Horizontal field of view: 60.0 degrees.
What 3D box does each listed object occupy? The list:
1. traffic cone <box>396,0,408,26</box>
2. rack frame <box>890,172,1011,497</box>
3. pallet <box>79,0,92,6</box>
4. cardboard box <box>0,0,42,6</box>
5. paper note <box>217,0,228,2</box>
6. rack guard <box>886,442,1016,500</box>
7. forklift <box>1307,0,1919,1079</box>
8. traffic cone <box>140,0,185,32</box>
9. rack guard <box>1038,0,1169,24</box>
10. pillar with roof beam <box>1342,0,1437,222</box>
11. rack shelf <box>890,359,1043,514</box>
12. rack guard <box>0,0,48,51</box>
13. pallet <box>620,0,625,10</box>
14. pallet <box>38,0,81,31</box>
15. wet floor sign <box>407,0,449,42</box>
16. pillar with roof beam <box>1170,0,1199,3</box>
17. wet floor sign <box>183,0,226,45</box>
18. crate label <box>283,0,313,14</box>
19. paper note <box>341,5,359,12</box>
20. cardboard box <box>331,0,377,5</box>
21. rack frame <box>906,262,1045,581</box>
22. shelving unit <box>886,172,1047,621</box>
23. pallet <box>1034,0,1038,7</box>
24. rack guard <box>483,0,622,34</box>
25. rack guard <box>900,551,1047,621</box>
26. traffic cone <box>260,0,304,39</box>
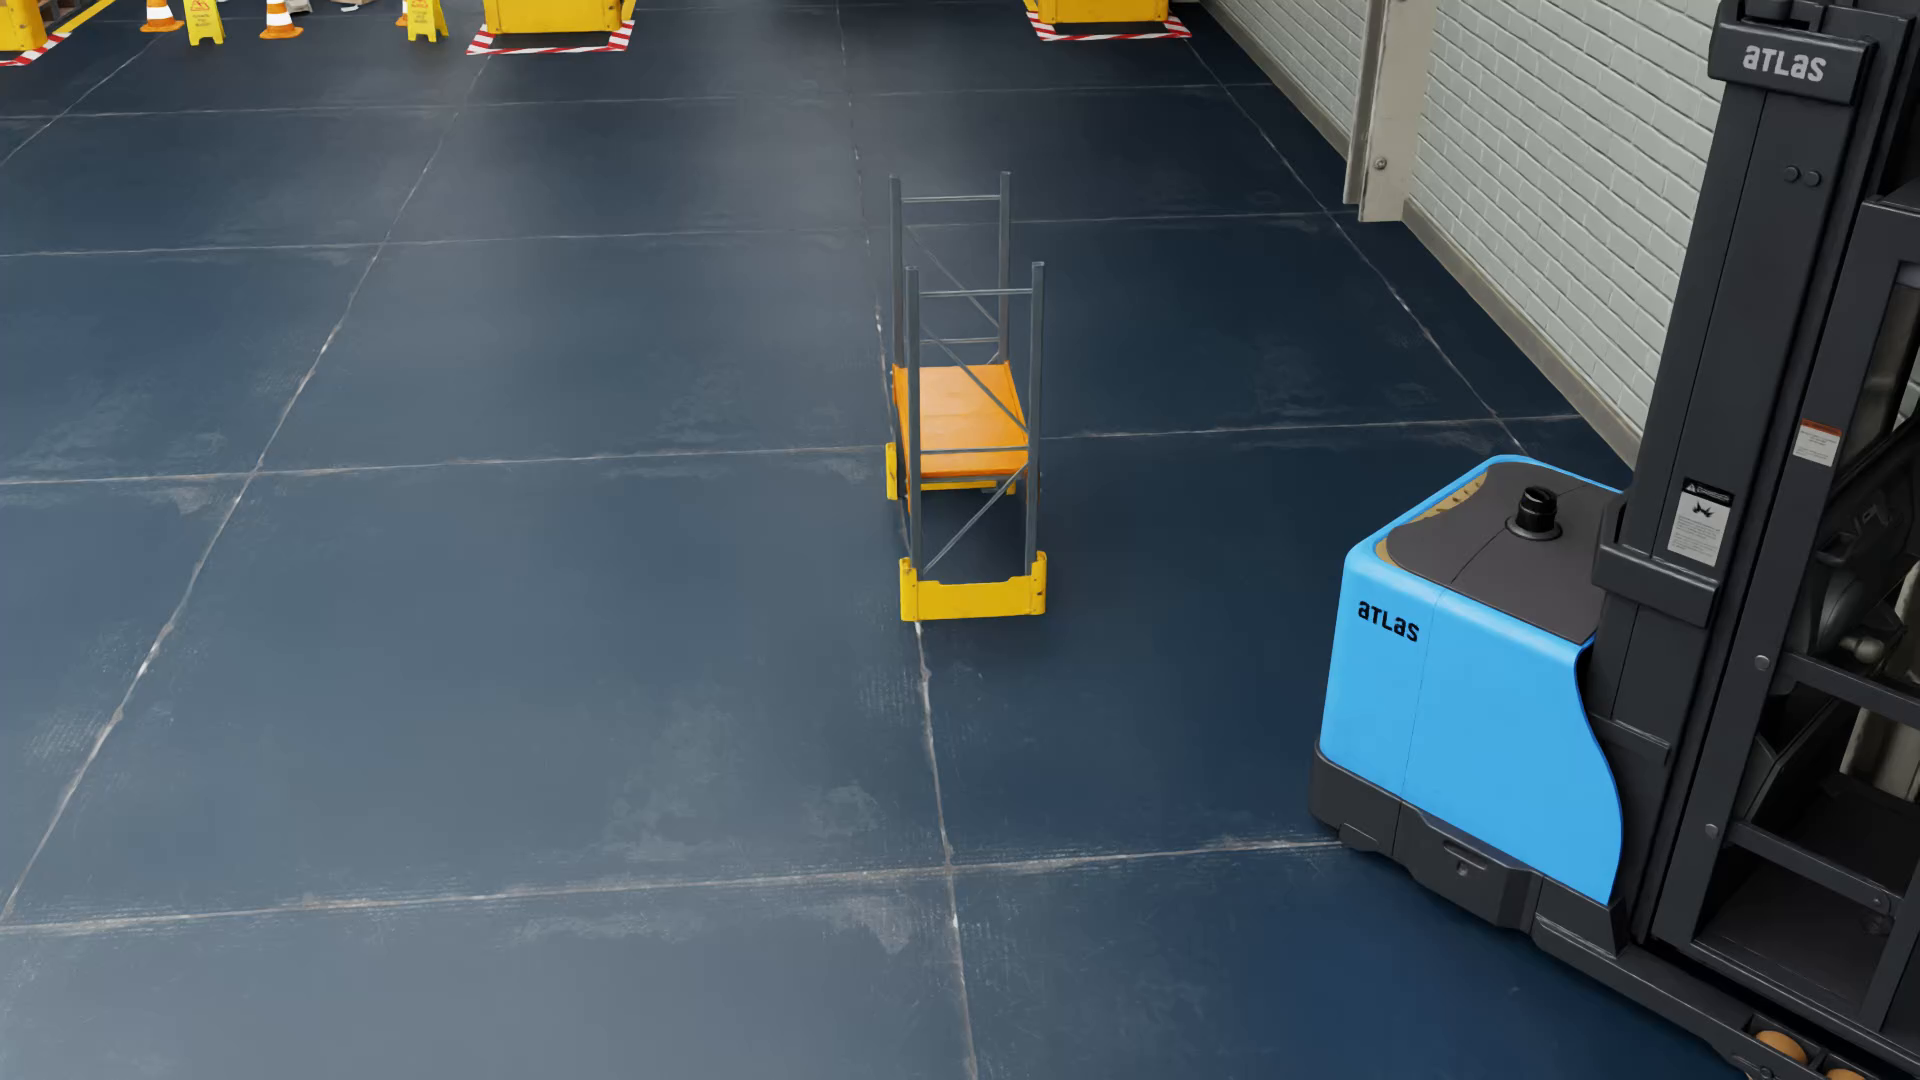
[{"bbox_3d":[-4.958,-4.930,15.052,0.336,0.463,0.334,-3,31,-5],"label":"traffic cone"},{"bbox_3d":[-0.040,-0.860,7.227,0.500,1.500,0.032,-3,31,-5],"label":"rack frame"},{"bbox_3d":[-8.816,-5.401,16.087,1.003,0.211,1.213,-3,31,-5],"label":"pallet"},{"bbox_3d":[-8.681,-5.184,14.665,0.875,0.875,0.875,-3,31,-4],"label":"cardboard box"},{"bbox_3d":[-7.004,-5.158,15.857,0.144,0.017,0.142,8,32,13],"label":"paper note"},{"bbox_3d":[-0.039,-0.323,7.546,0.587,0.250,0.087,-3,31,-5],"label":"rack guard"},{"bbox_3d":[2.570,0.057,4.297,3.031,2.935,1.130,27,40,37],"label":"forklift"},{"bbox_3d":[-7.188,-4.822,14.872,0.336,0.463,0.334,-3,31,-5],"label":"traffic cone"},{"bbox_3d":[1.311,-5.015,15.159,1.175,0.500,0.348,-3,31,-5],"label":"rack guard"},{"bbox_3d":[-1.585,-5.805,8.194,9.100,9.000,0.400,-3,31,-5],"label":"pillar with roof beam"},{"bbox_3d":[0.008,-0.446,6.885,0.538,0.185,1.000,-3,31,-5],"label":"rack shelf"},{"bbox_3d":[-8.550,-4.487,14.274,1.175,0.500,0.348,-3,31,-5],"label":"rack guard"},{"bbox_3d":[-3.681,-5.119,15.615,1.003,0.211,1.213,-3,31,-5],"label":"pallet"},{"bbox_3d":[-8.705,-4.780,15.046,1.003,0.211,1.213,-3,31,-5],"label":"pallet"},{"bbox_3d":[-4.681,-4.702,14.493,0.267,0.644,0.232,8,32,13],"label":"wet floor sign"},{"bbox_3d":[-2.145,-8.869,13.322,9.100,9.000,0.400,-3,31,-5],"label":"pillar with roof beam"},{"bbox_3d":[-6.578,-4.642,14.392,0.267,0.644,0.232,-8,32,-13],"label":"wet floor sign"},{"bbox_3d":[-6.166,-4.961,15.423,0.250,0.136,0.298,-20,36,-30],"label":"crate label"},{"bbox_3d":[-5.703,-4.974,15.547,0.148,0.019,0.142,-14,33,-22],"label":"paper note"},{"bbox_3d":[-5.767,-5.209,15.826,0.380,0.149,0.250,13,33,21],"label":"cardboard box"},{"bbox_3d":[0.055,-0.341,6.358,0.500,1.500,0.032,-3,31,-5],"label":"rack frame"},{"bbox_3d":[0.007,-0.605,6.800,0.587,1.500,1.083,-3,31,-5],"label":"shelving unit"},{"bbox_3d":[1.195,-5.292,15.904,1.003,0.211,1.213,-3,31,-5],"label":"pallet"},{"bbox_3d":[-3.640,-4.827,14.843,1.175,0.500,0.348,-3,31,-5],"label":"rack guard"},{"bbox_3d":[0.054,0.186,6.695,0.587,0.250,0.087,-3,31,-5],"label":"rack guard"},{"bbox_3d":[-6.031,-4.703,14.672,0.336,0.463,0.334,-3,31,-5],"label":"traffic cone"}]
